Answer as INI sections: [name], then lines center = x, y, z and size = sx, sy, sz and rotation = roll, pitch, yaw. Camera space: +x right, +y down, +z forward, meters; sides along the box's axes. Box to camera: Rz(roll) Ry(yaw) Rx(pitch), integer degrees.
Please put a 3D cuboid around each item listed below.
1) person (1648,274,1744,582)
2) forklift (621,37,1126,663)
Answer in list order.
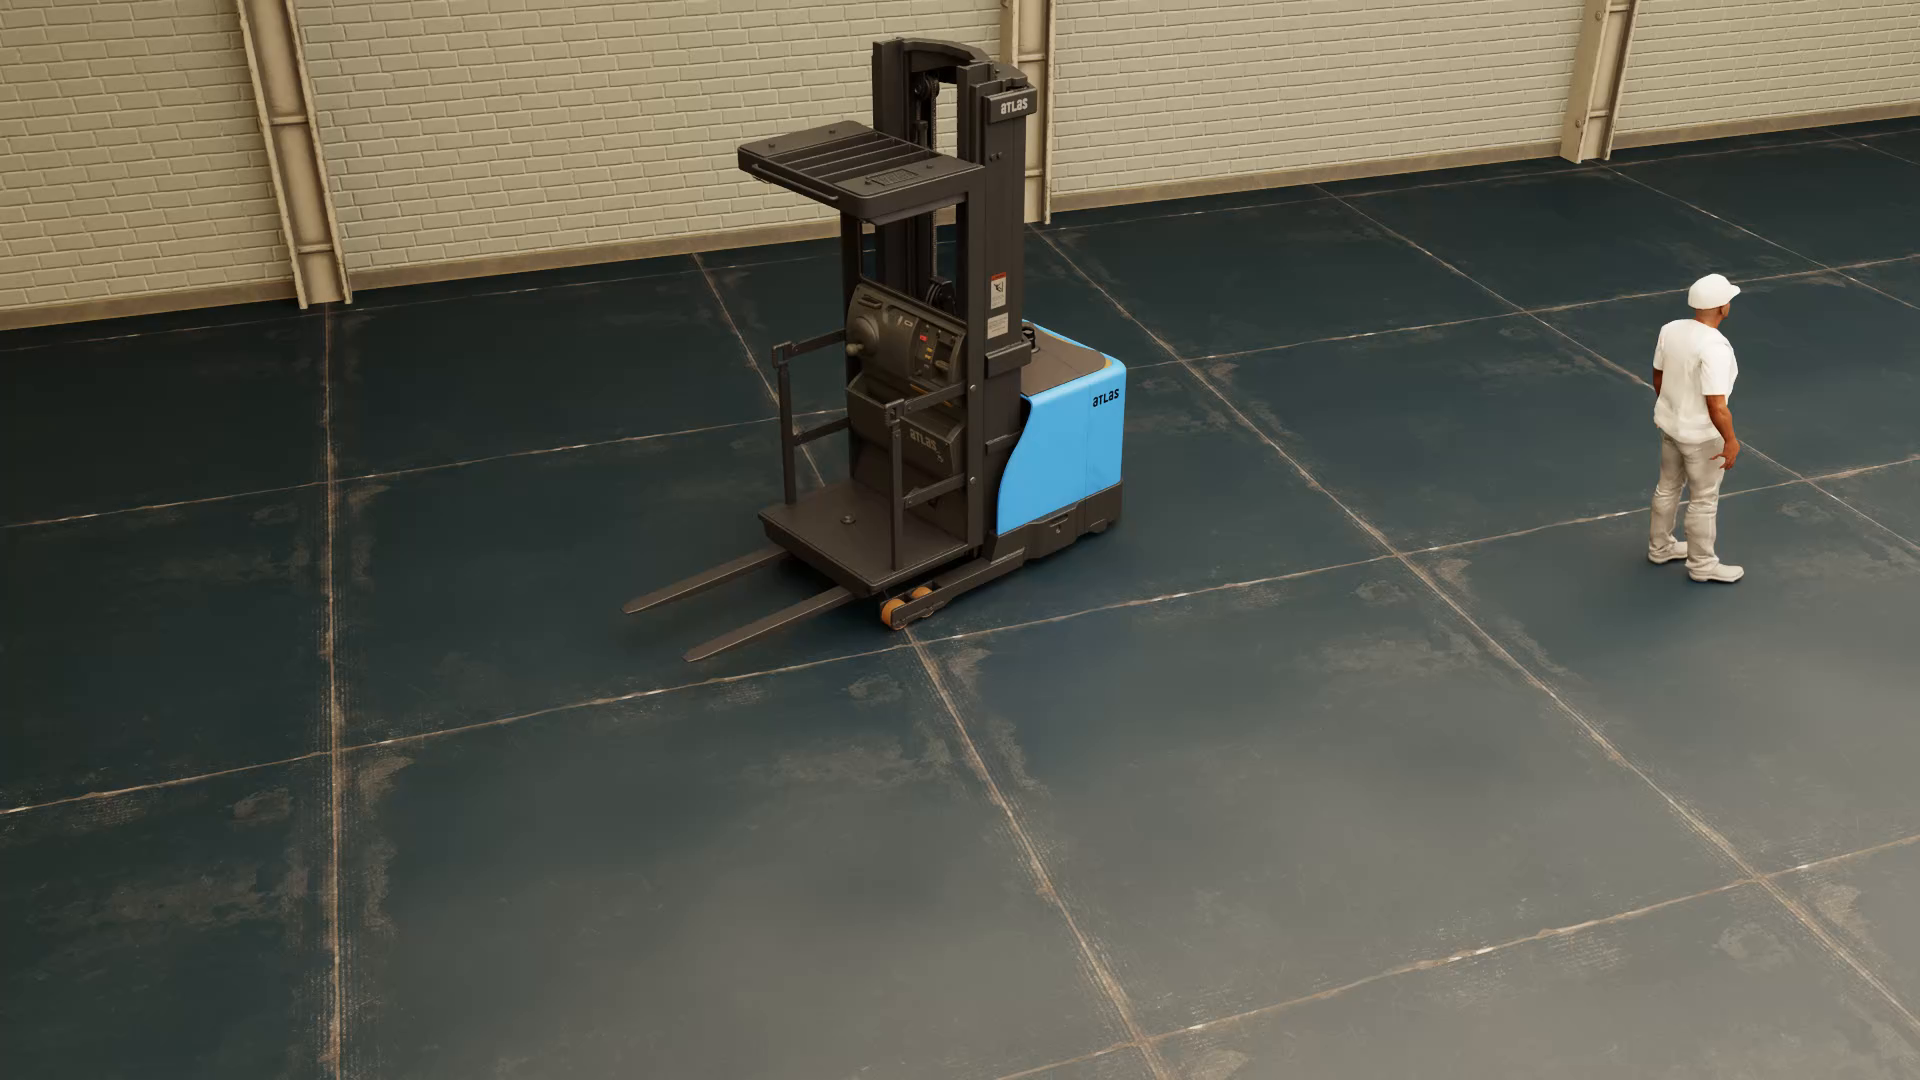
[person]
center = 4.191, -0.649, 9.369
size = 0.577, 1.765, 0.665
rotation = -6, 31, -11
[forklift]
center = -0.461, -1.072, 8.951
size = 3.031, 2.935, 1.130
rotation = -23, 37, -34
